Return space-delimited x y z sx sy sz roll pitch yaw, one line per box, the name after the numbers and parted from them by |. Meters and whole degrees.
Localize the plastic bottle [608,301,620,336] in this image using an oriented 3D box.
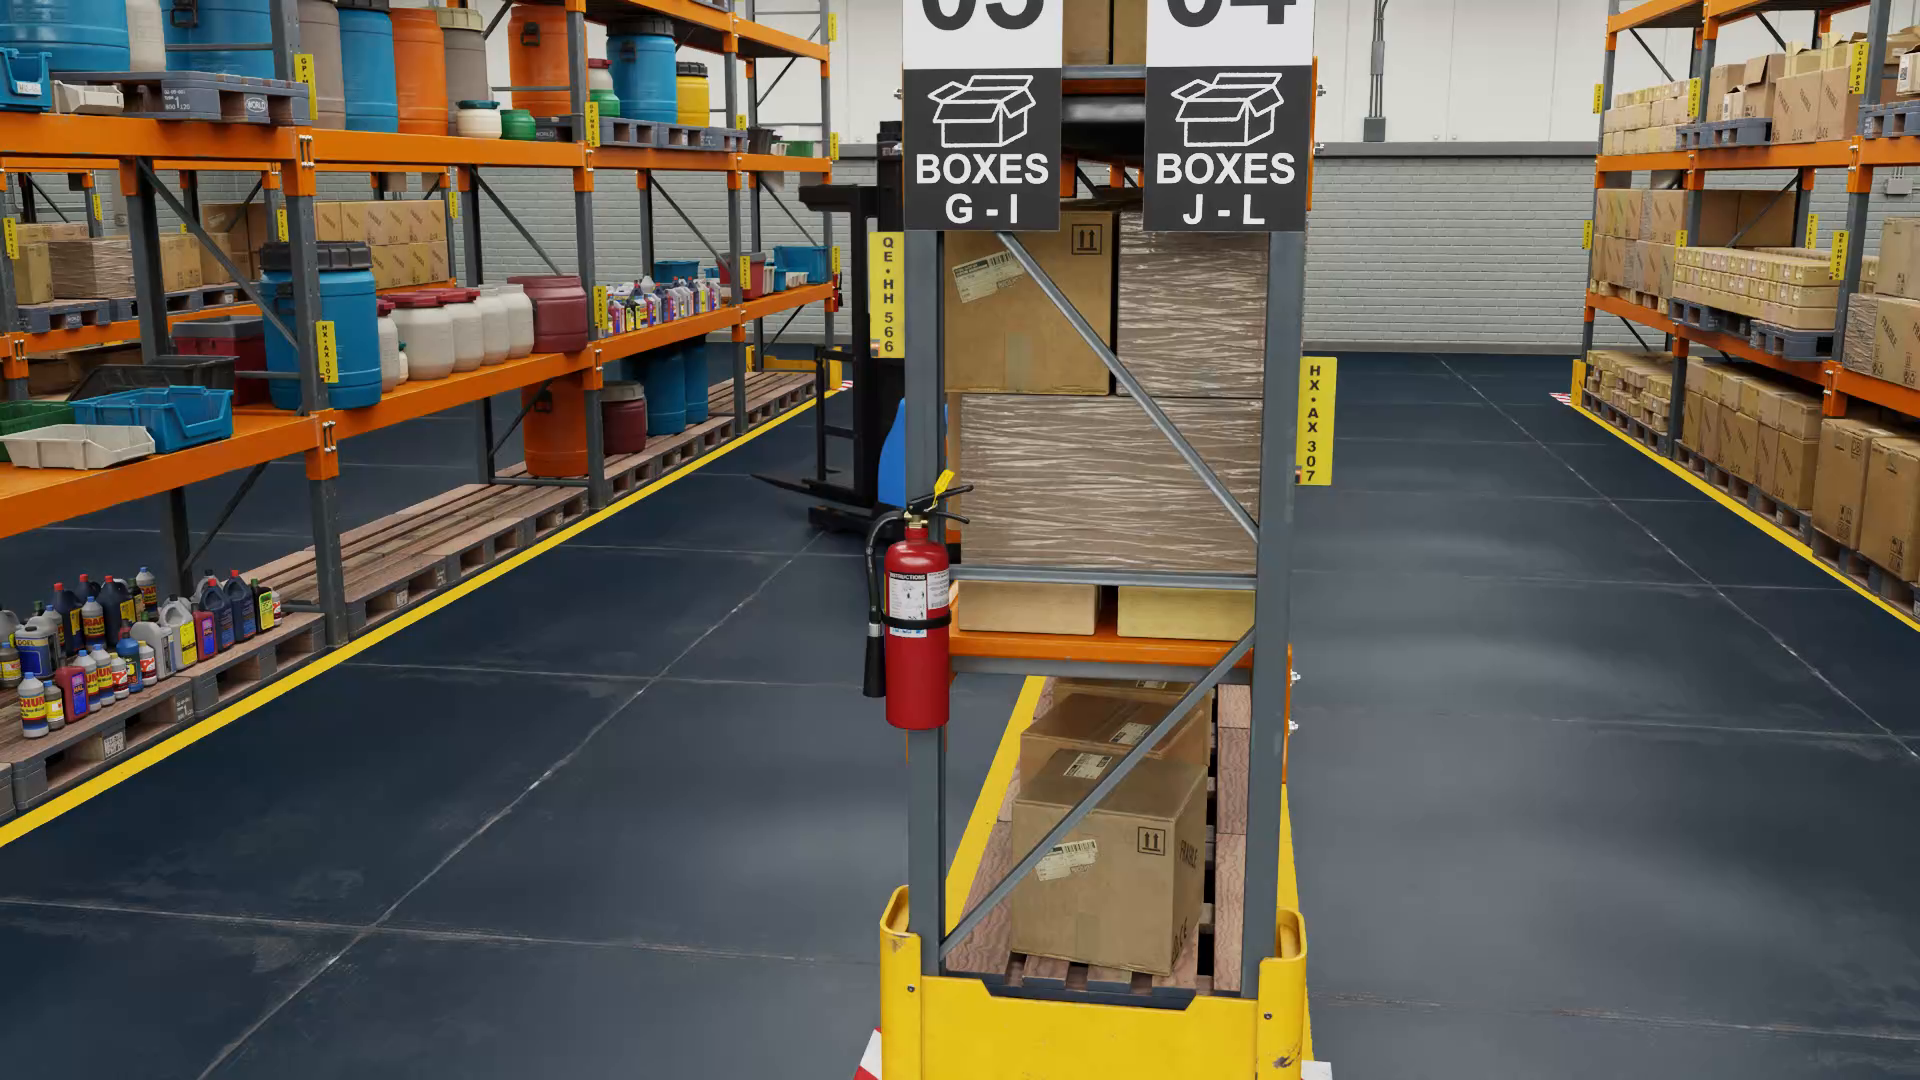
-2.822 -1.810 13.551 0.061 0.283 0.133 2 12 9 | plastic bottle

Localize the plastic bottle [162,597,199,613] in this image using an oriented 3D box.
-3.913 0.412 8.382 0.152 0.276 0.135 2 12 9 | plastic bottle

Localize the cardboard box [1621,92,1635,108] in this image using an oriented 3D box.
7.223 -4.659 17.595 0.380 0.149 0.250 2 12 9 | cardboard box

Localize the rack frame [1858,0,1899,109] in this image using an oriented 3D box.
6.476 -4.311 10.638 1.000 3.000 0.127 2 12 9 | rack frame

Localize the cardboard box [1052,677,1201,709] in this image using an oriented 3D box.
0.646 0.737 6.390 0.500 0.500 0.500 3 13 14 | cardboard box

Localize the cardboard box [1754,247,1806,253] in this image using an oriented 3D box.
7.222 -2.495 14.637 0.380 0.149 0.250 2 12 11 | cardboard box

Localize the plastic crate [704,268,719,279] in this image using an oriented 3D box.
-2.685 -2.956 18.846 0.416 0.233 0.300 2 12 9 | plastic crate

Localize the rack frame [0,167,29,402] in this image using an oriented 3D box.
-8.197 -1.882 13.607 1.000 3.000 0.127 2 12 9 | rack frame

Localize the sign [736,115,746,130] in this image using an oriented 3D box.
-2.145 -4.006 16.321 0.100 0.325 0.005 2 12 9 | sign

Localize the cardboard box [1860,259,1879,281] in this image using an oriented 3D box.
6.861 -2.004 12.359 0.380 0.149 0.250 1 12 6 | cardboard box

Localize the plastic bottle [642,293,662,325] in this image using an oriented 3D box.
-2.704 -2.029 14.580 0.152 0.276 0.135 2 12 9 | plastic bottle

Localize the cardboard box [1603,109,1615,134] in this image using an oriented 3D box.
7.380 -4.596 18.250 0.500 0.250 0.500 2 12 10 | cardboard box

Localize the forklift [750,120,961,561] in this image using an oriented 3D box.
-0.473 -1.544 12.200 1.130 2.935 3.031 -10 16 -38 | forklift

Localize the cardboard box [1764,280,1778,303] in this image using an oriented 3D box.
6.179 -1.835 12.280 0.380 0.149 0.250 2 12 10 | cardboard box

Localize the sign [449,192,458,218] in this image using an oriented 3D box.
-6.422 -4.246 21.076 0.100 0.325 0.005 2 12 9 | sign

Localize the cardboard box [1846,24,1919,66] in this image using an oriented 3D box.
6.281 -3.361 11.293 0.396 0.266 0.258 2 12 9 | cardboard box

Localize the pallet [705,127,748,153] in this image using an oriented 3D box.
-2.712 -3.761 15.654 1.213 0.211 1.003 2 12 9 | pallet

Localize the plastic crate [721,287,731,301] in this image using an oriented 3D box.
-2.476 -2.546 17.172 0.396 0.136 0.243 2 12 9 | plastic crate

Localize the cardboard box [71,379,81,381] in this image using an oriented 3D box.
-8.131 -1.295 15.770 0.500 0.500 0.500 1 12 7 | cardboard box

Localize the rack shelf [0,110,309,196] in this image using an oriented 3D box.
-4.226 -1.587 6.823 1.077 0.370 4.000 2 12 9 | rack shelf

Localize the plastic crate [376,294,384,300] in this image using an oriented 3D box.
-3.854 -1.426 11.337 0.402 0.464 0.583 2 12 9 | plastic crate

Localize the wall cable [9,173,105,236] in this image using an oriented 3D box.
-12.600 -4.501 23.347 0.084 1.984 1.851 2 12 9 | wall cable

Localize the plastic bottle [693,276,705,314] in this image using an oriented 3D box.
-2.506 -2.327 15.790 0.144 0.351 0.185 2 12 9 | plastic bottle

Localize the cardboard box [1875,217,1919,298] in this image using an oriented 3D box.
6.397 -1.823 10.722 0.700 0.500 0.500 2 12 8 | cardboard box

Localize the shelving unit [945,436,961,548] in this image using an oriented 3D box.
0.008 -0.286 10.826 0.252 1.050 0.215 -2 12 -9 | shelving unit

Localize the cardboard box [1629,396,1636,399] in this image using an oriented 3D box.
7.080 -1.383 17.062 0.380 0.149 0.250 2 12 10 | cardboard box

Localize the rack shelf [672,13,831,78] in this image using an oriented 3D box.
-2.381 -5.355 18.140 1.077 0.370 4.000 2 12 9 | rack shelf

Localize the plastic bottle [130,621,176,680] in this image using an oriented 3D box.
-3.841 0.512 7.916 0.152 0.276 0.135 2 12 10 | plastic bottle

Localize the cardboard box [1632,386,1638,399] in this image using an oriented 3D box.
7.095 -1.515 16.968 0.380 0.149 0.250 1 12 6 | cardboard box

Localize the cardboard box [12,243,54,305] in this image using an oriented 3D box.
-8.212 -2.271 14.177 0.700 0.500 0.500 -2 12 -10 | cardboard box

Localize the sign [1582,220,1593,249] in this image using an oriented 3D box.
7.170 -3.485 18.988 0.100 0.325 0.005 2 12 9 | sign

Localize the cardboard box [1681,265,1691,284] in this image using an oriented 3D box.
6.538 -2.318 14.523 0.380 0.149 0.250 2 12 8 | cardboard box

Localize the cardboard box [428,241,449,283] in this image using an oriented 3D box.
-6.767 -3.494 20.850 0.500 0.500 0.500 2 12 10 | cardboard box

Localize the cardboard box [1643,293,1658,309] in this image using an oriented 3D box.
7.012 -2.377 16.498 0.380 0.149 0.250 1 12 6 | cardboard box

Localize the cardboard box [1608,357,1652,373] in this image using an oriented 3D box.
7.245 -1.884 17.976 0.380 0.149 0.250 1 12 6 | cardboard box

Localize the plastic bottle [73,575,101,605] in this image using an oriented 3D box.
-4.453 0.346 8.510 0.144 0.351 0.185 2 12 10 | plastic bottle

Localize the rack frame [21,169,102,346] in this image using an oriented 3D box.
-11.862 -3.707 22.075 1.000 3.000 0.127 2 12 9 | rack frame

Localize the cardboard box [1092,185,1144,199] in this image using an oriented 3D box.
1.236 -1.387 8.889 1.000 1.000 1.000 2 12 9 | cardboard box

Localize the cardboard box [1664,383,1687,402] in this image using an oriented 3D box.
6.889 -1.396 15.710 0.380 0.149 0.250 2 12 10 | cardboard box

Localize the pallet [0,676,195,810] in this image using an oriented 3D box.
-4.248 0.868 7.464 1.003 0.211 1.213 2 12 9 | pallet

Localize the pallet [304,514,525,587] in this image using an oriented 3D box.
-3.651 0.056 11.235 1.003 0.211 1.213 2 12 9 | pallet

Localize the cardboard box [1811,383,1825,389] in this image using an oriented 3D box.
6.988 -1.072 13.006 0.500 0.250 0.500 2 12 9 | cardboard box

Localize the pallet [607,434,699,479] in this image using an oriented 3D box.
-3.033 -0.776 15.095 1.003 0.211 1.213 2 12 9 | pallet

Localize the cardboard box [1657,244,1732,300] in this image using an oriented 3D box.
6.886 -2.515 15.602 0.500 0.500 0.500 2 12 9 | cardboard box

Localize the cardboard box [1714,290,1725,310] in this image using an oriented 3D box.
6.380 -1.955 13.543 0.380 0.149 0.250 2 12 8 | cardboard box

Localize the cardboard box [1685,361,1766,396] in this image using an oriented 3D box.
6.716 -1.416 14.600 0.500 0.250 0.500 1 12 6 | cardboard box

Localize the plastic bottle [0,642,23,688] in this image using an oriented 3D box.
-4.450 0.581 7.777 0.097 0.201 0.097 0 12 0 | plastic bottle

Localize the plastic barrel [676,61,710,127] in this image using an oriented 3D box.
-2.628 -4.121 15.430 0.600 0.588 0.600 0 12 0 | plastic barrel

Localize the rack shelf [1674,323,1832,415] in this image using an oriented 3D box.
6.783 -1.443 13.278 1.077 0.370 4.000 2 12 9 | rack shelf

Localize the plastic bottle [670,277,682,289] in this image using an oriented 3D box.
-2.677 -2.294 15.633 0.144 0.351 0.185 2 12 9 | plastic bottle

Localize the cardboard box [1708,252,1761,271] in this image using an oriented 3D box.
6.418 -2.301 13.737 0.380 0.149 0.250 2 12 8 | cardboard box

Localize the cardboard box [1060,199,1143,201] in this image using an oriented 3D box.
0.579 -1.221 7.223 0.500 0.500 0.500 2 12 9 | cardboard box

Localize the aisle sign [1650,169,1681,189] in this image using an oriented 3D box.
8.014 -4.320 18.749 0.394 0.787 0.004 2 12 9 | aisle sign

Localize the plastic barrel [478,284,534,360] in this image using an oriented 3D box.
-3.251 -1.554 11.821 0.421 0.512 0.421 0 12 0 | plastic barrel

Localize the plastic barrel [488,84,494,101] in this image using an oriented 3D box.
-3.654 -3.187 12.277 0.421 0.512 0.421 0 12 0 | plastic barrel

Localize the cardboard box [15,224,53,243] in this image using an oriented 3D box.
-12.032 -3.596 20.845 0.980 0.700 0.700 2 12 8 | cardboard box

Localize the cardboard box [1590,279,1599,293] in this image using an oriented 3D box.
7.333 -2.864 18.761 0.380 0.149 0.250 2 12 8 | cardboard box
